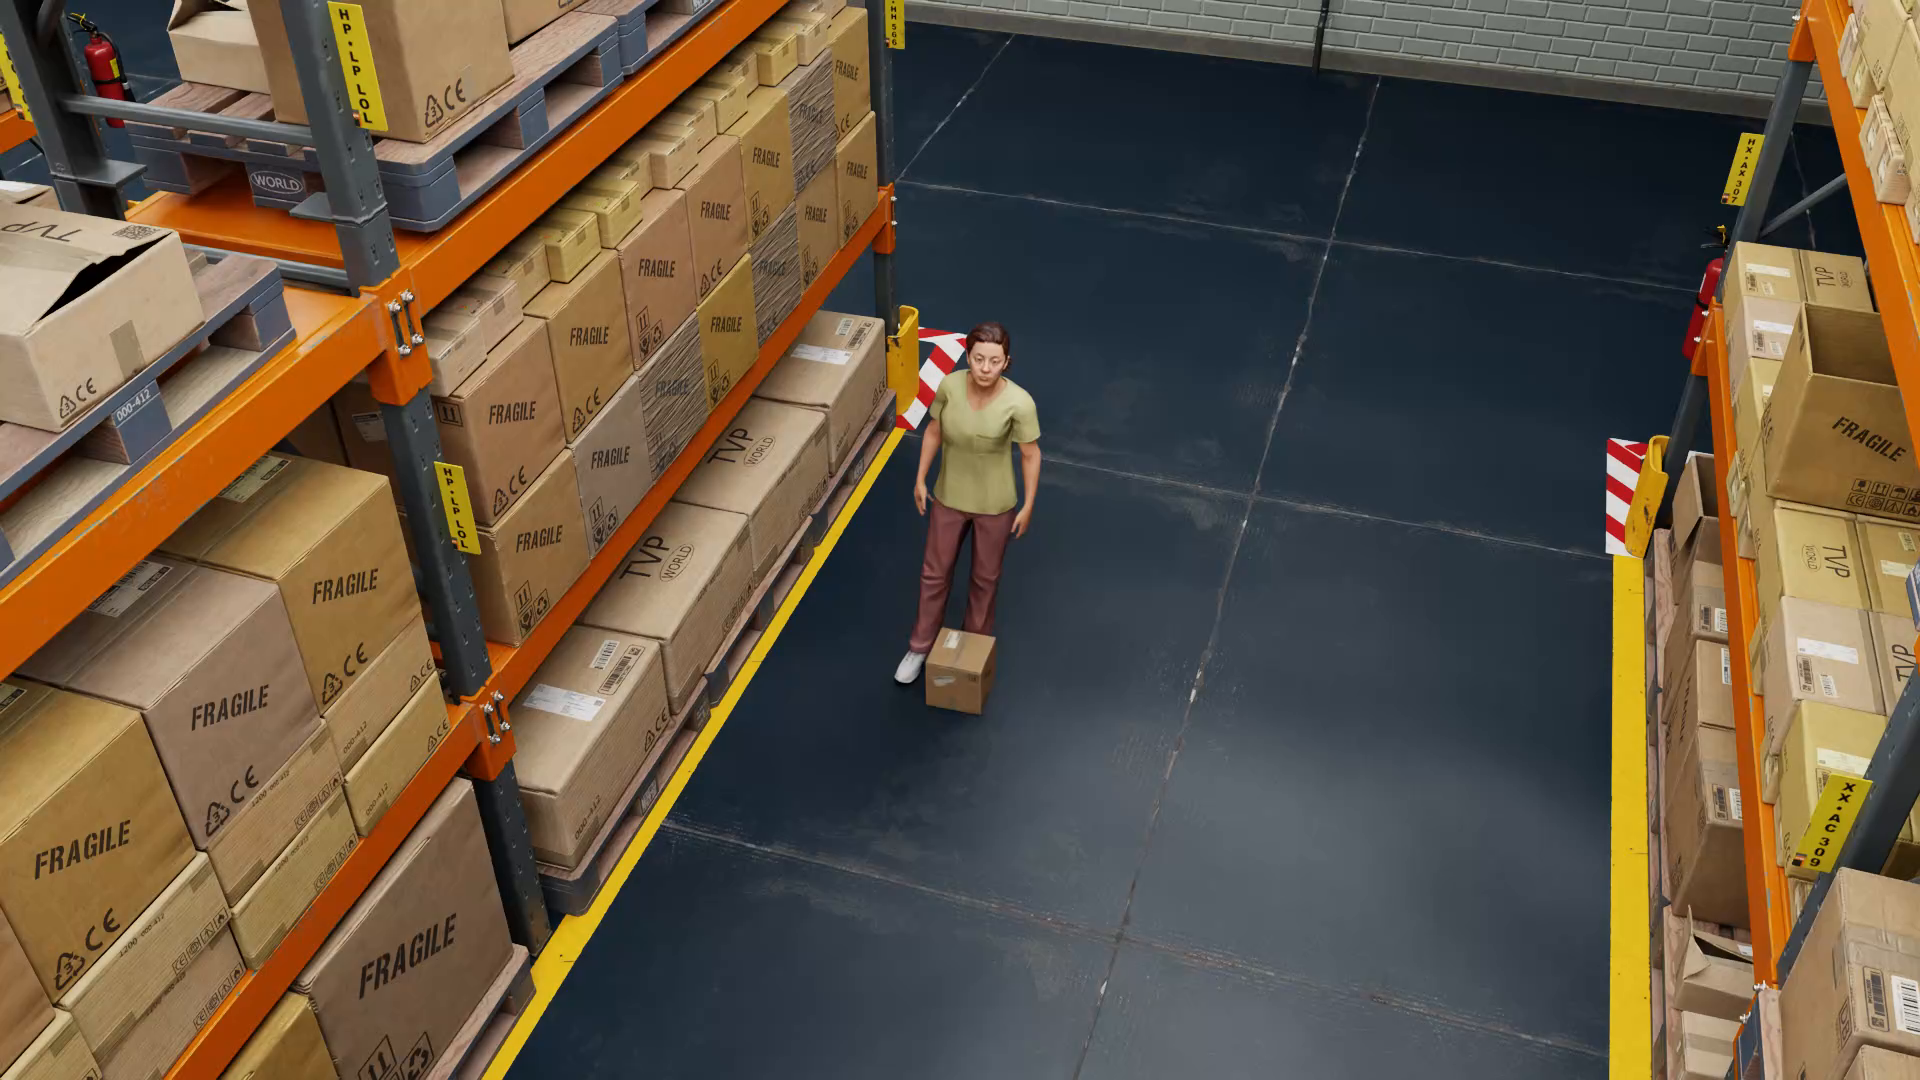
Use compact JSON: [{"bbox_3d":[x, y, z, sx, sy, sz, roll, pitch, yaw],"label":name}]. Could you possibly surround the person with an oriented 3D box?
[{"bbox_3d":[0.038,-0.128,7.046,0.552,1.674,0.549,11,38,14],"label":"person"}]
